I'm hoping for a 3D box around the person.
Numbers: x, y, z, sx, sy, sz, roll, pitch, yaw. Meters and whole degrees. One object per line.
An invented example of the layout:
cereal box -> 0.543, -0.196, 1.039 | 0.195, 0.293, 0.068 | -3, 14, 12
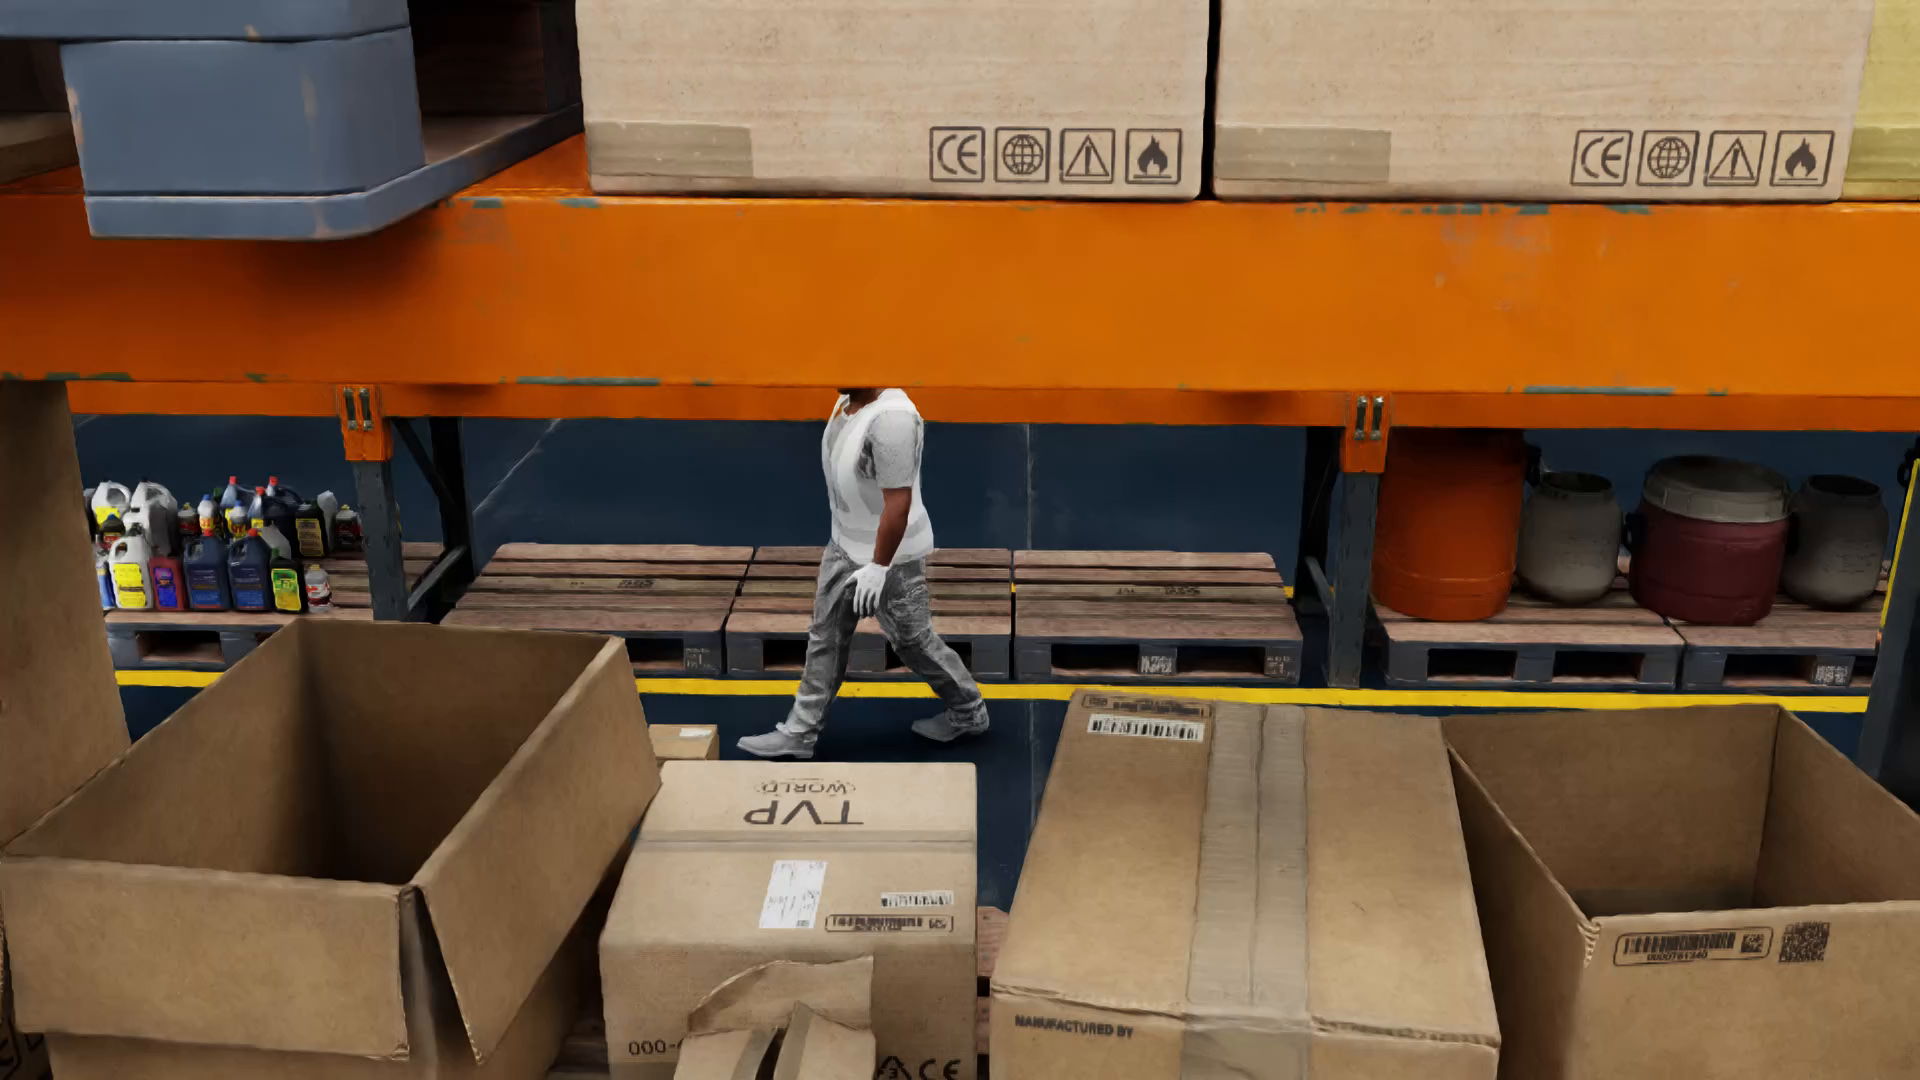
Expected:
person -> -0.336, 0.018, 6.027 | 0.970, 1.747, 0.631 | -10, 23, -25
